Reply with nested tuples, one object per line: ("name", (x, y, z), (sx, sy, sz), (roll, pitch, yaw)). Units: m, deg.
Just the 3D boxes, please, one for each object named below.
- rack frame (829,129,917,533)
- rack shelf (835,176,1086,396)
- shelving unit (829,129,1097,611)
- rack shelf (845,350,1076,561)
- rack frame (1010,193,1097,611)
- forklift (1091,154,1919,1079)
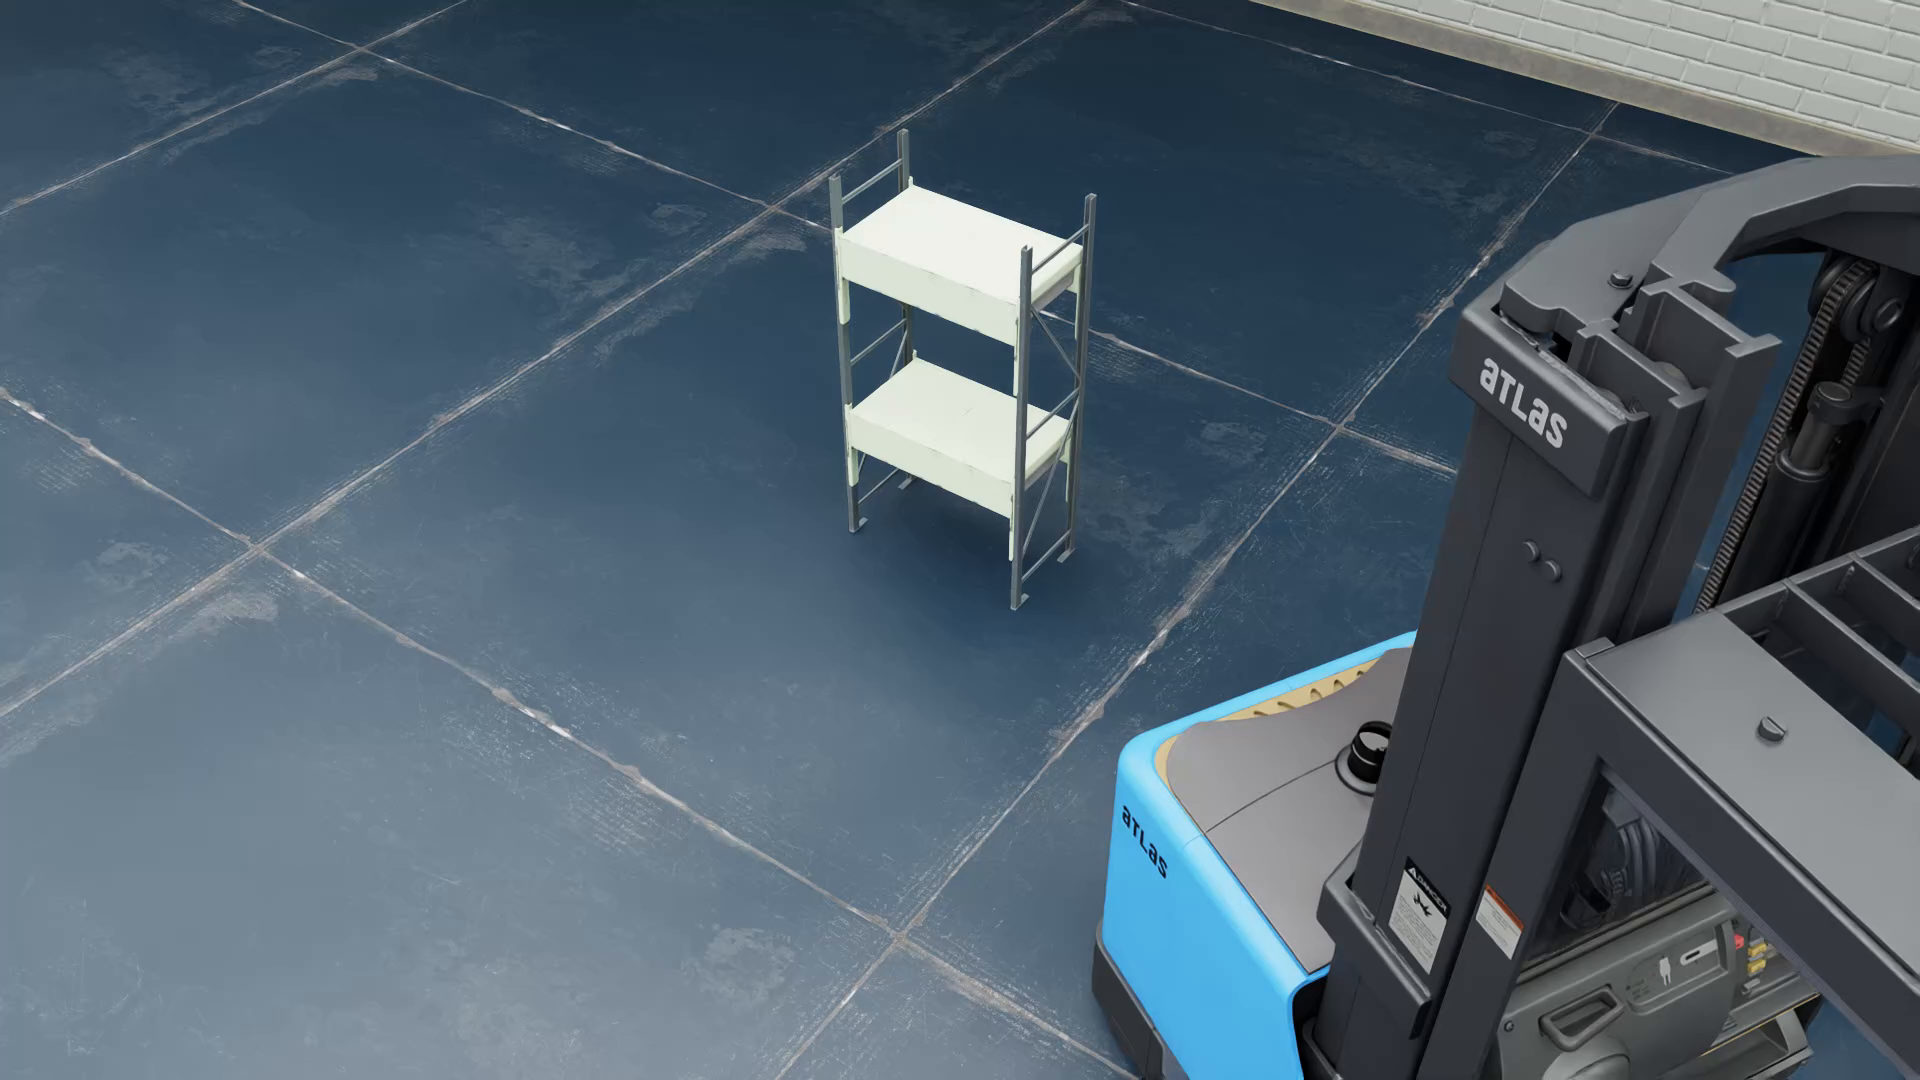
("rack frame", (-0.294, -0.697, 5.904), (0.023, 1.500, 0.400), (25, 48, 25))
("rack shelf", (0.005, -0.847, 5.487), (0.720, 0.370, 0.431), (25, 48, 25))
("shelving unit", (0.005, -0.556, 5.747), (0.755, 1.500, 0.431), (25, 48, 25))
("rack shelf", (0.005, -0.313, 5.964), (0.720, 0.370, 0.431), (25, 48, 25))
("rack frame", (0.305, -0.416, 5.590), (0.023, 1.500, 0.400), (25, 48, 25))
("forklift", (1.469, 0.950, 2.990), (1.130, 2.935, 3.031), (-18, 45, -19))
